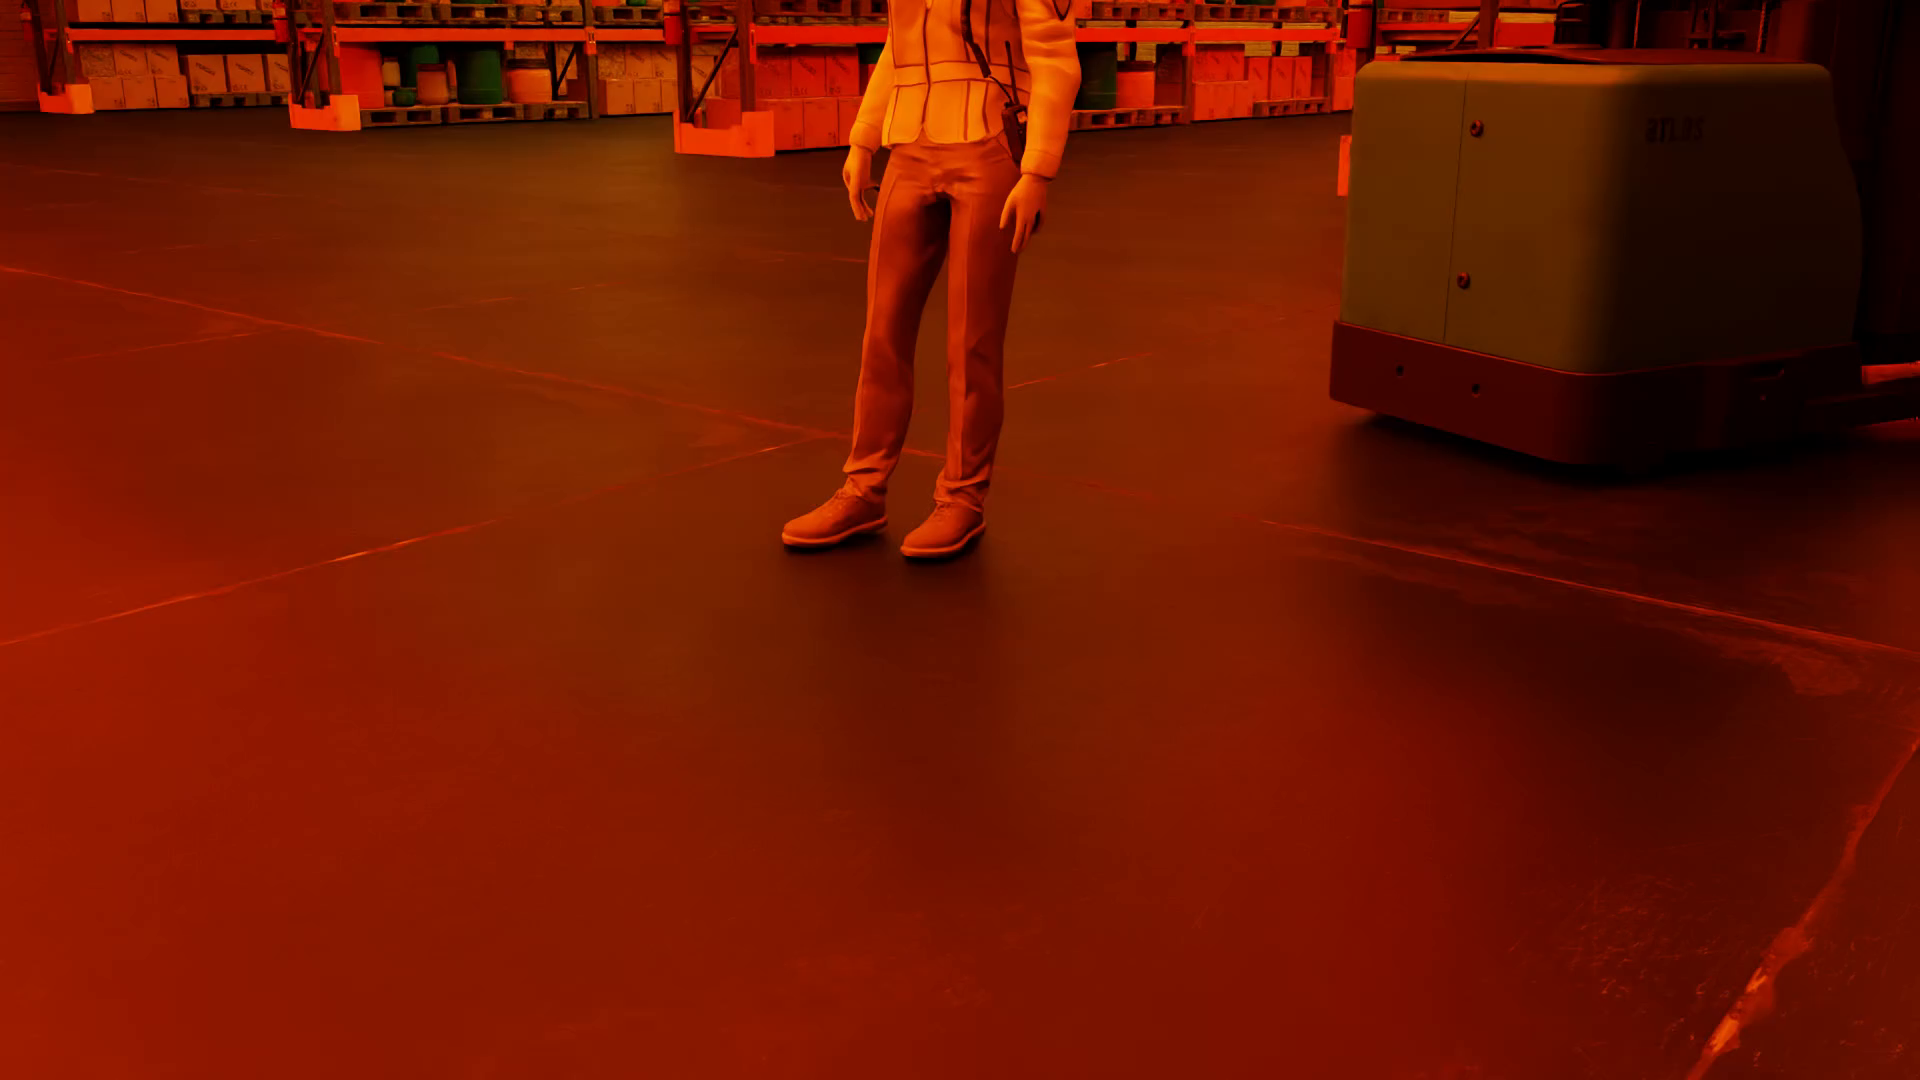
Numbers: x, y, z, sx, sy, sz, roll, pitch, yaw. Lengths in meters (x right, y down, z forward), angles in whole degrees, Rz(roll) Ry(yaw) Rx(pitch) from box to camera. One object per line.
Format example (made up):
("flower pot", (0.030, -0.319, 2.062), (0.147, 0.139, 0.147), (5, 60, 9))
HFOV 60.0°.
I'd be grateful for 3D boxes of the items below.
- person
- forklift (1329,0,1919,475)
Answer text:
("person", (-0.049, -0.804, 3.647), (0.588, 1.695, 0.531), (13, 21, 37))
("forklift", (2.691, -1.858, 5.015), (3.031, 2.935, 1.130), (-9, 19, -27))
